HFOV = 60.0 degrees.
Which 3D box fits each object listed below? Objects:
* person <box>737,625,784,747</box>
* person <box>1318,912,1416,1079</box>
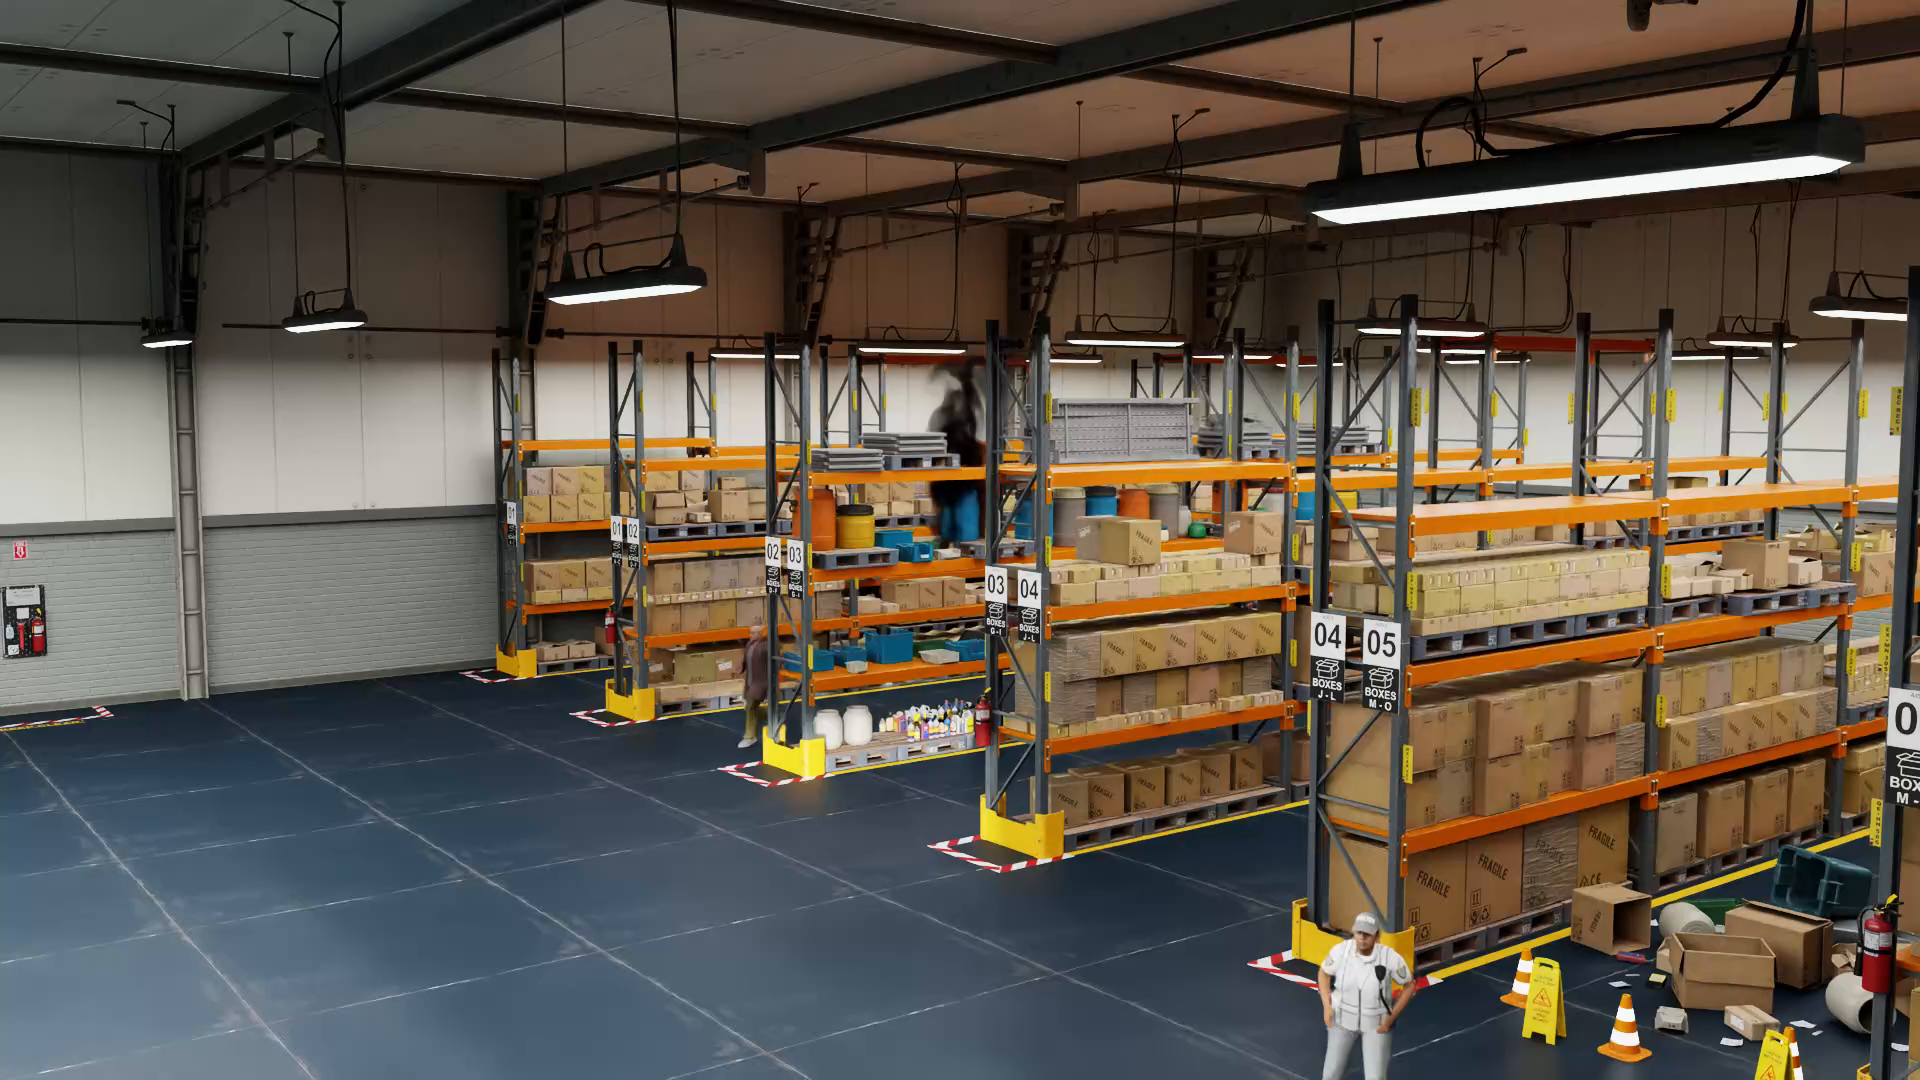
[{"bbox_3d":[-2.970,2.144,24.646,0.886,1.791,0.747,-5,7,-43],"label":"person"},{"bbox_3d":[2.830,3.372,11.606,0.657,1.669,0.717,1,5,12],"label":"person"}]
